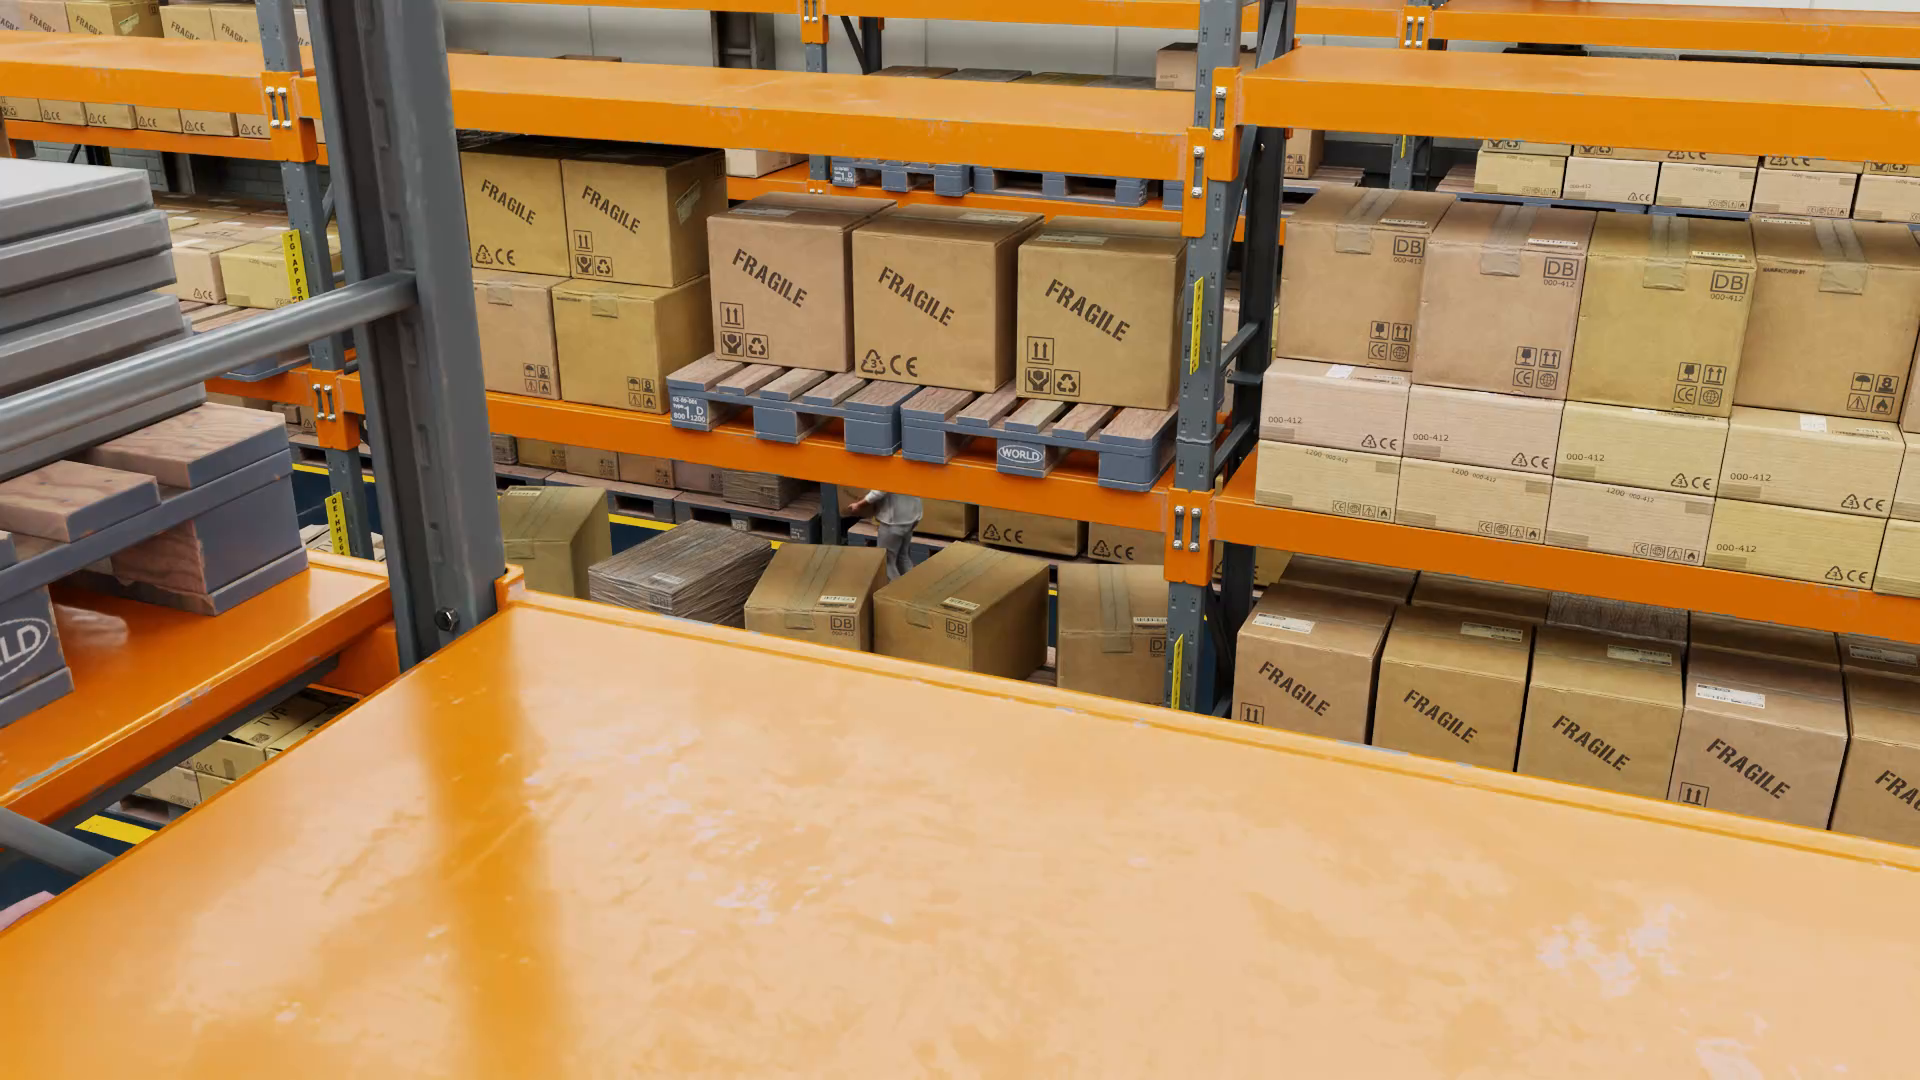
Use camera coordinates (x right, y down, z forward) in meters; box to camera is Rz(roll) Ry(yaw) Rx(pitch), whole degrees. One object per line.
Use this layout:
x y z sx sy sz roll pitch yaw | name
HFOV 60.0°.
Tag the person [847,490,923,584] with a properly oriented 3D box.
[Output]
-0.496 -0.162 11.289 0.478 1.595 0.435 9 24 20 | person
